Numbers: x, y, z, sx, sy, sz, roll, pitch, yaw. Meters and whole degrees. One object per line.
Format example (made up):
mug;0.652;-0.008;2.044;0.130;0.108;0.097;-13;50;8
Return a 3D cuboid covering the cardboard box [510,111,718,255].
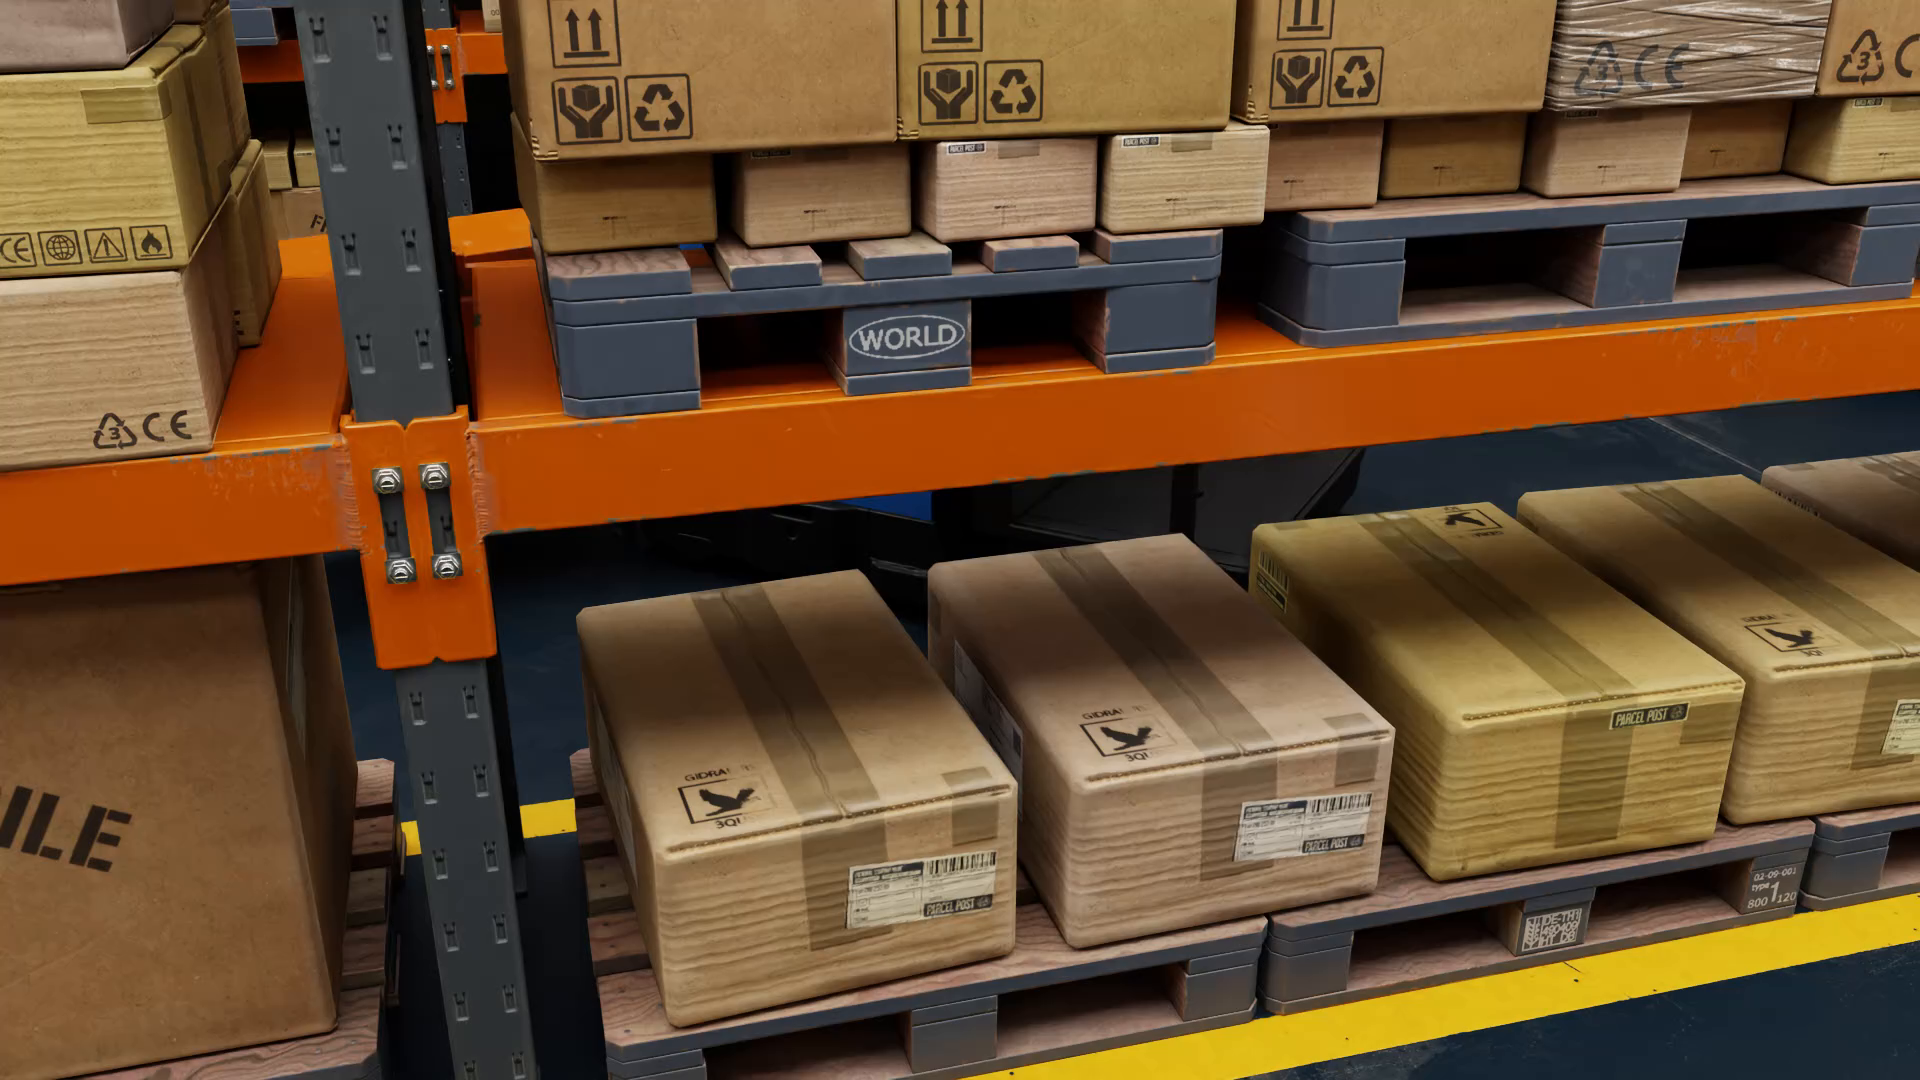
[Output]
cardboard box;-0.532;-0.557;2.531;0.250;0.149;0.380;-8;24;-17

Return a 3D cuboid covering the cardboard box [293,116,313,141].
cardboard box;-2.826;-1.805;7.467;0.250;0.149;0.380;-5;24;-12

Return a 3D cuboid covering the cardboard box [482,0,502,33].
cardboard box;-1.747;-2.285;6.962;0.500;0.250;0.500;-6;24;-14

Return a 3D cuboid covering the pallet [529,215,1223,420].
pallet;-0.238;-0.544;2.957;1.003;0.211;1.213;-6;24;-14

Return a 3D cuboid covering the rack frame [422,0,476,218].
rack frame;-2.240;-2.400;7.039;0.127;3.000;1.000;-6;24;-14

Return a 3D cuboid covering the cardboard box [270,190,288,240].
cardboard box;-3.074;-1.268;7.039;0.500;0.500;0.500;-7;24;-15

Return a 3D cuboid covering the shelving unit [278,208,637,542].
shelving unit;-1.588;-0.471;4.922;1.048;1.125;0.538;-17;28;-34

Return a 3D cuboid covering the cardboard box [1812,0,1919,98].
cardboard box;1.597;-1.075;2.915;0.500;0.500;0.500;-5;24;-13

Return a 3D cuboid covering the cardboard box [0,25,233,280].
cardboard box;-1.293;-0.529;2.234;0.500;0.250;0.500;-6;24;-15

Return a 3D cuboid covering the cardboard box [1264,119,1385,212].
cardboard box;0.506;-0.663;2.777;0.250;0.149;0.380;-5;24;-11

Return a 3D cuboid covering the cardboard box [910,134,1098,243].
cardboard box;0.025;-0.586;2.598;0.250;0.149;0.380;-8;24;-18

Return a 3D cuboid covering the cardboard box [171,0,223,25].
cardboard box;-1.436;-1.062;2.525;0.500;0.500;0.500;-7;24;-16

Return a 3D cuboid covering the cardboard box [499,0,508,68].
cardboard box;-0.533;-1.045;2.846;0.500;0.500;0.500;-7;24;-16

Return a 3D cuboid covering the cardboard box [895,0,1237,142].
cardboard box;0.100;-0.910;2.529;0.500;0.500;0.500;-5;24;-12

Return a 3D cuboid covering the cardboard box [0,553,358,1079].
cardboard box;-1.583;0.310;2.886;0.875;0.875;0.875;-7;24;-15

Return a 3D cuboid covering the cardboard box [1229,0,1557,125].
cardboard box;0.610;-0.969;2.667;0.500;0.500;0.500;-6;24;-13

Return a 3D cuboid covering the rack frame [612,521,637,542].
rack frame;-1.182;-0.592;5.203;0.032;1.125;0.500;-17;28;-34

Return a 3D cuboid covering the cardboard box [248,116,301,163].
cardboard box;-3.089;-1.787;7.425;0.250;0.149;0.380;-6;24;-13

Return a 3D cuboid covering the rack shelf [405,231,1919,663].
rack shelf;1.030;-0.398;3.286;4.000;0.370;1.077;-6;24;-14

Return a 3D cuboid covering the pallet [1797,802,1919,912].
pallet;2.207;0.423;3.996;1.213;0.211;1.003;-6;24;-14

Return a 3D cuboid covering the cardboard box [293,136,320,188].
cardboard box;-2.647;-1.593;6.974;0.250;0.149;0.380;-8;24;-17

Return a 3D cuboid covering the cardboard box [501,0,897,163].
cardboard box;-0.400;-0.851;2.394;0.500;0.500;0.500;-7;24;-16

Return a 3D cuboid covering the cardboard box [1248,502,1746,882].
cardboard box;1.091;0.282;3.588;0.625;0.372;0.950;-6;24;-13

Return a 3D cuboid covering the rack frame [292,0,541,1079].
rack frame;-0.895;-0.516;2.648;0.127;3.000;1.000;-6;24;-14

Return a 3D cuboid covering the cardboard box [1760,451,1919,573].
cardboard box;2.452;0.130;3.944;0.625;0.372;0.950;-6;24;-14

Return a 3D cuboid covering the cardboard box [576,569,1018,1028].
cardboard box;-0.349;0.442;3.215;0.625;0.372;0.950;-8;24;-18

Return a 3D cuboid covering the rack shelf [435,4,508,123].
rack shelf;-0.314;-2.282;7.677;4.000;0.370;1.077;-6;24;-14

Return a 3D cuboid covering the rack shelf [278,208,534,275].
rack shelf;-1.588;-0.740;4.806;1.000;0.278;0.538;-17;28;-34

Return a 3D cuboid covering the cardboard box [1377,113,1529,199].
cardboard box;0.768;-0.708;2.882;0.250;0.149;0.380;-5;24;-12

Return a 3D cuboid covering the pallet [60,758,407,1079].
pallet;-1.675;0.821;3.069;1.213;0.211;1.003;-6;24;-14

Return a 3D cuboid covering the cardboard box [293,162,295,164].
cardboard box;-3.199;-1.461;7.488;0.500;0.500;0.500;-6;24;-14

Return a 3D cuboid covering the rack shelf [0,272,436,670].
rack shelf;-2.821;0.028;2.293;4.000;0.370;1.077;-6;24;-14

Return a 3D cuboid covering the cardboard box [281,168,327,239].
cardboard box;-2.589;-1.317;7.154;0.500;0.500;0.500;-6;24;-13

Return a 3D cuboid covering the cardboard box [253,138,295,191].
cardboard box;-2.901;-1.553;6.879;0.250;0.149;0.380;-8;24;-17

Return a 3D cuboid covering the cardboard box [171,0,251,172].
cardboard box;-1.450;-0.716;2.672;0.500;0.250;0.500;-6;24;-15

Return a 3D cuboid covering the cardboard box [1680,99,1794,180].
cardboard box;1.267;-0.768;3.021;0.250;0.149;0.380;-7;24;-16

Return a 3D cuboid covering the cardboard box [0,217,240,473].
cardboard box;-1.312;-0.294;2.322;0.500;0.250;0.500;-7;24;-16

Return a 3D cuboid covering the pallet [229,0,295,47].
pallet;-2.874;-2.213;6.846;1.003;0.211;1.213;-6;24;-14

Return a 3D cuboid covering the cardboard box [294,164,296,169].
cardboard box;-2.721;-1.506;7.592;0.500;0.500;0.500;-5;24;-12

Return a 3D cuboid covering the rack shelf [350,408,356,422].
rack shelf;-1.588;-0.247;5.018;1.000;0.278;0.538;-17;28;-34

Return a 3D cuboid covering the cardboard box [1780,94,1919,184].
cardboard box;1.549;-0.757;2.995;0.250;0.149;0.380;-6;24;-14

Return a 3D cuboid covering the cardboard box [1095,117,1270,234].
cardboard box;0.295;-0.608;2.648;0.250;0.149;0.380;-6;24;-14

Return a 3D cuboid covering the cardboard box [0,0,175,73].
cardboard box;-1.323;-0.867;2.071;0.500;0.500;0.500;-7;24;-16

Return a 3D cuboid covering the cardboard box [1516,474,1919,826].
cardboard box;1.760;0.207;3.762;0.625;0.372;0.950;-5;24;-11

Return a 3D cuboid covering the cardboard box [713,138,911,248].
cardboard box;-0.251;-0.575;2.571;0.250;0.149;0.380;-8;24;-18

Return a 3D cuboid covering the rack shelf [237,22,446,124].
rack shelf;-4.166;-1.856;6.684;4.000;0.370;1.077;-6;24;-14

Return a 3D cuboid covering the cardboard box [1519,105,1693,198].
cardboard box;1.037;-0.711;2.889;0.250;0.149;0.380;-6;24;-13

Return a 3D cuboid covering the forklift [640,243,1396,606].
forklift;0.560;-1.209;4.350;3.031;2.935;1.130;12;26;25

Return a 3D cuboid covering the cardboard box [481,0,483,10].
cardboard box;-1.876;-2.476;7.406;0.500;0.250;0.500;-7;24;-15

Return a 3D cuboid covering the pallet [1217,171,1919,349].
pallet;0.999;-0.654;3.213;1.213;0.211;1.003;-6;24;-14

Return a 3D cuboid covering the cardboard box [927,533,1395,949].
cardboard box;0.360;0.361;3.405;0.625;0.372;0.950;-7;24;-15

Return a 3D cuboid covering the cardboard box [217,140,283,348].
cardboard box;-1.435;-0.490;2.779;0.500;0.250;0.500;-7;24;-15

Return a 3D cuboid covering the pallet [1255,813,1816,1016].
pallet;1.030;0.554;3.690;1.213;0.211;1.003;-6;24;-14

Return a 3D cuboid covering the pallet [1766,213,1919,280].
pallet;2.181;-0.828;3.618;1.213;0.211;1.003;-6;24;-14

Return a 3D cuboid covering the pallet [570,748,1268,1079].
pallet;-0.143;0.683;3.391;1.213;0.211;1.003;-6;24;-14

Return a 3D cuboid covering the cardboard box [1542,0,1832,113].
cardboard box;1.093;-1.019;2.784;0.500;0.500;0.500;-7;24;-16
